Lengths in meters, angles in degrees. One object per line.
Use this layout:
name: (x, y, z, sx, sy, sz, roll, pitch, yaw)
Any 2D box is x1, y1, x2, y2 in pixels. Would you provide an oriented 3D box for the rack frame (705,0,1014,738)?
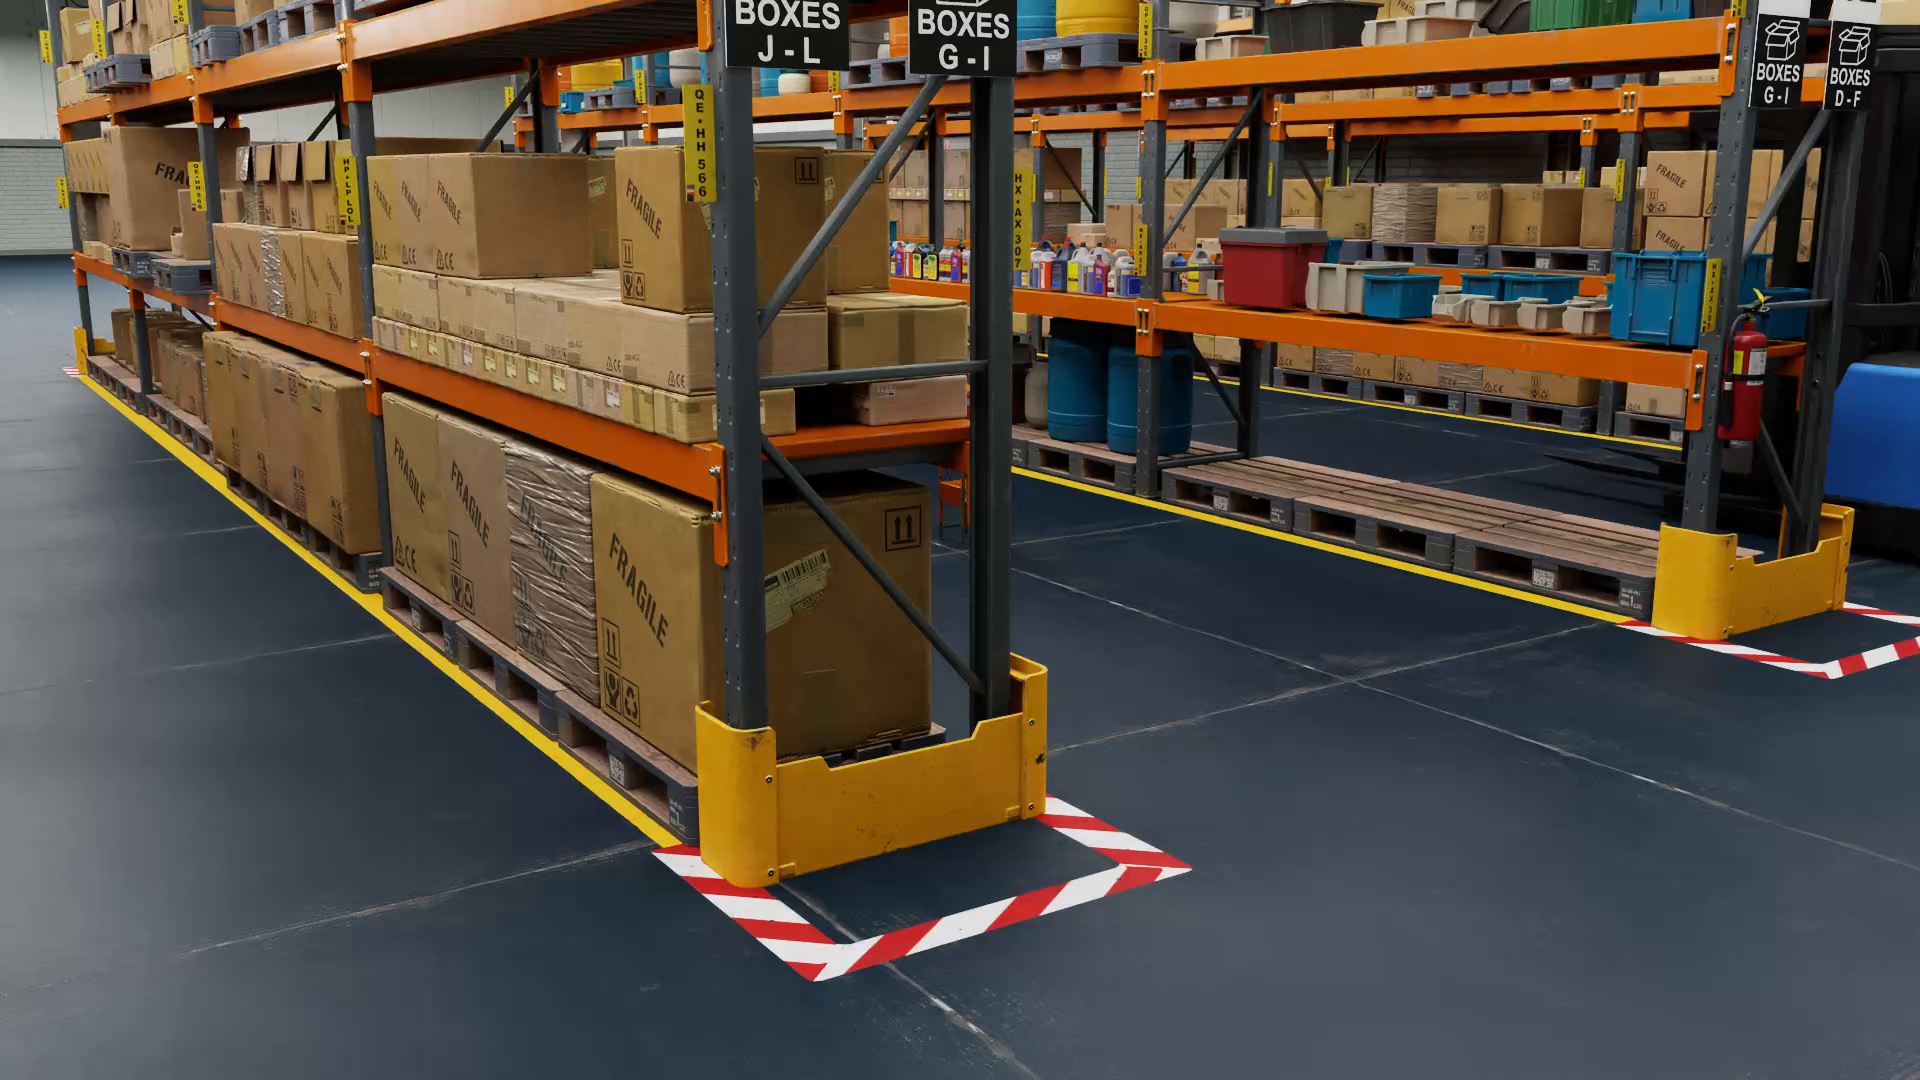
rack frame: (-0.278, -0.508, 5.163, 1.000, 3.000, 0.127, -8, 15, -33)

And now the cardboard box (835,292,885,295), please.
cardboard box: (-0.613, -0.789, 6.103, 0.500, 0.250, 0.500, -8, 15, -33)

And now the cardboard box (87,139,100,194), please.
cardboard box: (-7.959, -3.550, 15.803, 0.500, 0.500, 0.500, -8, 15, -33)

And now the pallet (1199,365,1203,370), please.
pallet: (2.443, -2.108, 19.007, 1.003, 0.211, 1.213, -8, 15, -33)

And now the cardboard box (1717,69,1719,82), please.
cardboard box: (6.092, -3.578, 12.532, 0.500, 0.250, 0.500, -8, 15, -33)

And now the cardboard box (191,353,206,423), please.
cardboard box: (-5.736, -1.238, 13.324, 0.700, 0.500, 0.500, -7, 14, -28)

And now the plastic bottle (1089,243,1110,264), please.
plastic bottle: (0.967, -1.923, 11.750, 0.144, 0.351, 0.185, -8, 15, -33)

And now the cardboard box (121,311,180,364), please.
cardboard box: (-8.451, -2.122, 17.413, 0.500, 0.500, 0.500, -4, 13, -18)

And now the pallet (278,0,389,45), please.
pallet: (-3.043, -2.748, 8.835, 0.805, 0.209, 1.217, -9, 15, -35)

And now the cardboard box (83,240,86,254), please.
cardboard box: (-9.061, -3.105, 17.627, 0.380, 0.149, 0.250, -8, 15, -33)

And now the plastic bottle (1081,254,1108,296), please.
plastic bottle: (0.939, -1.842, 11.553, 0.152, 0.276, 0.135, -8, 15, -33)

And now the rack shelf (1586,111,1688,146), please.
rack shelf: (8.768, -4.448, 17.842, 1.077, 0.370, 4.000, -8, 15, -33)

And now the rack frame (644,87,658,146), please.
rack frame: (-2.803, -3.228, 17.603, 1.000, 3.000, 0.127, -8, 15, -33)

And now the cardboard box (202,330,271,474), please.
cardboard box: (-4.345, -0.973, 11.278, 1.225, 0.875, 0.875, -9, 15, -35)

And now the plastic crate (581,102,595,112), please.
plastic crate: (-4.029, -4.802, 18.397, 0.243, 0.136, 0.396, -8, 15, -33)

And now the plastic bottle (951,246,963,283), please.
plastic bottle: (-0.014, -2.134, 12.871, 0.061, 0.283, 0.133, -8, 15, -33)

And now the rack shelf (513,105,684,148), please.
rack shelf: (-3.911, -4.698, 18.986, 1.077, 0.370, 4.000, -8, 15, -33)

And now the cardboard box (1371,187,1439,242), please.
cardboard box: (4.329, -3.073, 15.674, 0.700, 0.500, 0.500, -5, 13, -22)

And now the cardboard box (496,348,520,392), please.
cardboard box: (-1.596, -0.681, 6.544, 0.380, 0.149, 0.250, -8, 15, -32)

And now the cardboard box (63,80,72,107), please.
cardboard box: (-8.800, -4.538, 16.923, 0.500, 0.250, 0.500, -8, 15, -34)

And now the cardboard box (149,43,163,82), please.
cardboard box: (-5.740, -3.555, 12.424, 0.500, 0.250, 0.500, -8, 14, -31)

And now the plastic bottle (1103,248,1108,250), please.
plastic bottle: (1.048, -2.078, 12.634, 0.152, 0.276, 0.135, -8, 15, -33)

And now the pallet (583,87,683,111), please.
pallet: (-3.284, -4.718, 17.836, 1.213, 0.211, 1.003, -8, 15, -33)

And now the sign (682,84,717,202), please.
sign: (-0.737, -1.127, 4.731, 0.100, 0.325, 0.005, -8, 15, -33)

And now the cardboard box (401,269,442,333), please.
cardboard box: (-2.181, -1.088, 7.469, 0.500, 0.250, 0.500, -8, 15, -33)

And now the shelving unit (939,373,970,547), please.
shelving unit: (0.030, -0.503, 9.706, 0.215, 1.050, 0.252, -8, 15, -33)

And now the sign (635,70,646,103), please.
sign: (-3.267, -4.635, 16.993, 0.100, 0.325, 0.005, -8, 15, -33)

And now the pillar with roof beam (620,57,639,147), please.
pillar with roof beam: (-12.545, -11.780, 42.664, 9.100, 9.000, 0.548, -8, 15, -33)

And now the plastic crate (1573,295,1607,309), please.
plastic crate: (3.498, -1.265, 9.102, 0.250, 0.136, 0.298, -8, 15, -33)

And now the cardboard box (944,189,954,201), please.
cardboard box: (-0.005, -4.522, 21.768, 0.380, 0.149, 0.250, -8, 15, -32)

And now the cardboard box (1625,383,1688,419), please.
cardboard box: (5.807, -1.192, 13.556, 0.500, 0.311, 0.500, -8, 15, -33)

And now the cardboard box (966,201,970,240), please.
cardboard box: (0.499, -4.124, 21.463, 0.700, 0.500, 0.500, -8, 15, -32)

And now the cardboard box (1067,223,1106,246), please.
cardboard box: (1.632, -3.658, 19.920, 0.500, 0.250, 0.500, -7, 14, -29)

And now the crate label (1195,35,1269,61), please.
crate label: (1.660, -3.021, 10.250, 0.293, 0.136, 0.466, -8, 15, -33)

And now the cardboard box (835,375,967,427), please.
cardboard box: (-0.200, -0.487, 5.657, 0.380, 0.149, 0.250, -8, 15, -32)

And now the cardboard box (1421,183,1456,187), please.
cardboard box: (6.392, -4.356, 21.498, 0.700, 0.500, 0.500, -6, 14, -25)

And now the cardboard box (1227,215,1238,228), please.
cardboard box: (4.089, -4.652, 24.419, 0.500, 0.250, 0.500, -8, 15, -32)

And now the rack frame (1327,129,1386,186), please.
rack frame: (5.444, -4.401, 22.965, 1.000, 3.000, 0.127, -8, 15, -33)

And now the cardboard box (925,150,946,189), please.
cardboard box: (-0.041, -4.932, 22.121, 0.700, 0.500, 0.500, -8, 15, -33)

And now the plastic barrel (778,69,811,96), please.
plastic barrel: (-1.486, -4.113, 14.952, 0.301, 0.262, 0.301, 0, 12, 0)

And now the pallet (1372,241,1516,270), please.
pallet: (4.620, -2.663, 15.469, 1.003, 0.211, 1.213, -8, 15, -33)

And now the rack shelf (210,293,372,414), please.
rack shelf: (-3.602, -1.223, 10.119, 1.077, 0.370, 4.000, -8, 15, -33)

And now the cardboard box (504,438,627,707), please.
cardboard box: (-1.203, 0.059, 6.562, 0.875, 0.875, 0.875, -8, 15, -33)

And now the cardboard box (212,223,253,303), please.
cardboard box: (-4.668, -1.861, 11.116, 0.500, 0.500, 0.500, -8, 14, -31)

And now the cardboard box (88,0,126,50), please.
cardboard box: (-7.388, -4.596, 14.734, 0.500, 0.500, 0.500, -9, 15, -34)

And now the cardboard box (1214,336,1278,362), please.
cardboard box: (3.044, -2.029, 17.572, 0.500, 0.250, 0.500, -8, 15, -31)

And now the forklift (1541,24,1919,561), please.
forklift: (5.103, -1.572, 10.189, 1.130, 2.935, 3.031, -7, 14, -30)

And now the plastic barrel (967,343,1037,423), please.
plastic barrel: (0.324, -1.258, 13.255, 0.600, 0.588, 0.708, -8, 15, -33)

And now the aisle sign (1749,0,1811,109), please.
aisle sign: (3.641, -2.317, 7.349, 0.394, 0.787, 0.004, -8, 15, -33)

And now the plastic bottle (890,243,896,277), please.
plastic bottle: (-0.575, -2.315, 13.727, 0.097, 0.271, 0.097, 0, 12, 0)

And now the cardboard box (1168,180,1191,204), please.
cardboard box: (3.508, -5.206, 25.194, 0.500, 0.500, 0.500, -8, 15, -33)

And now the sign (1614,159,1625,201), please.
sign: (5.295, -2.890, 13.348, 0.100, 0.325, 0.005, -8, 15, -33)

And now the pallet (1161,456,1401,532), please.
pallet: (2.069, -0.317, 10.818, 1.003, 0.211, 1.213, -8, 15, -33)
